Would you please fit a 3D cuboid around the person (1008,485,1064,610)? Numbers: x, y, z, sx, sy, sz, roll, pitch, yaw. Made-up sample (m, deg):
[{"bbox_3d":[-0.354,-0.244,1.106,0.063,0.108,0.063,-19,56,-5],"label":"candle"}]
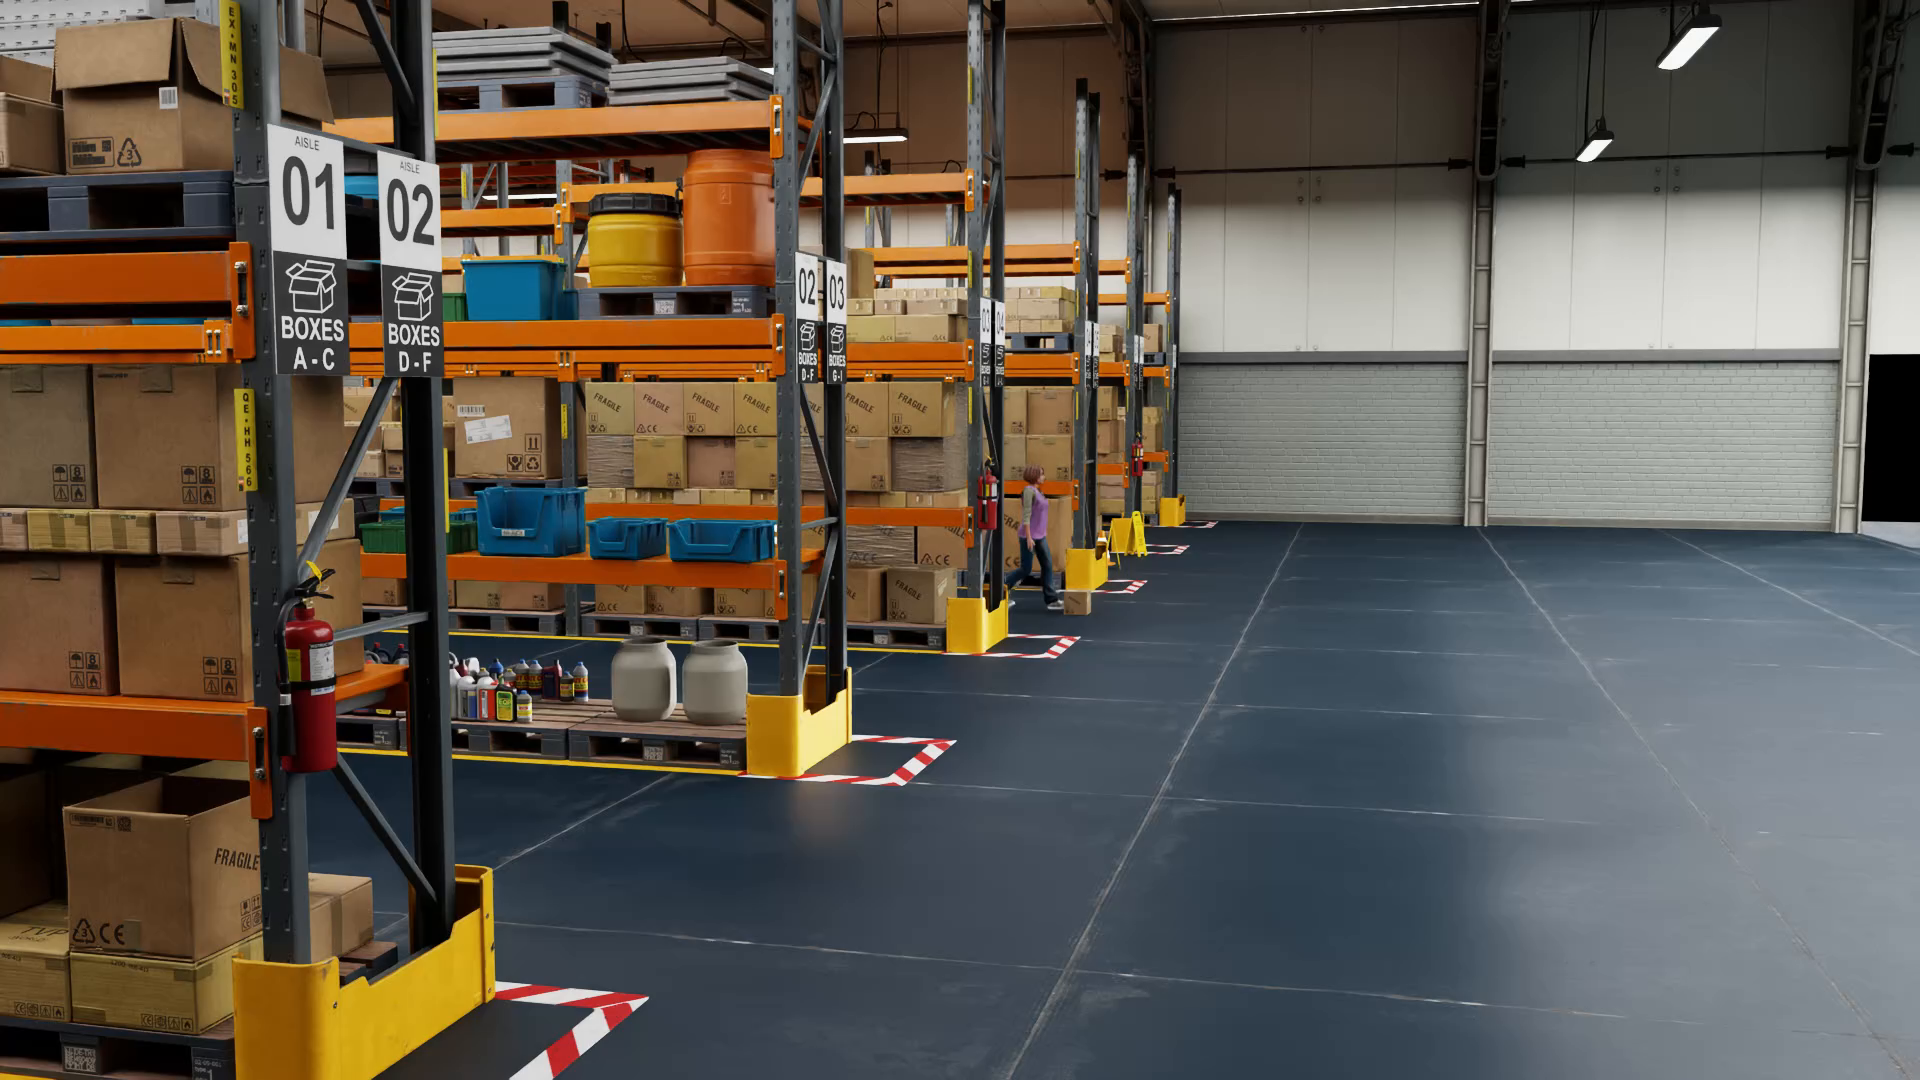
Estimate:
[{"bbox_3d":[0.774,0.082,17.826,0.803,1.346,0.414,2,5,22],"label":"person"}]
